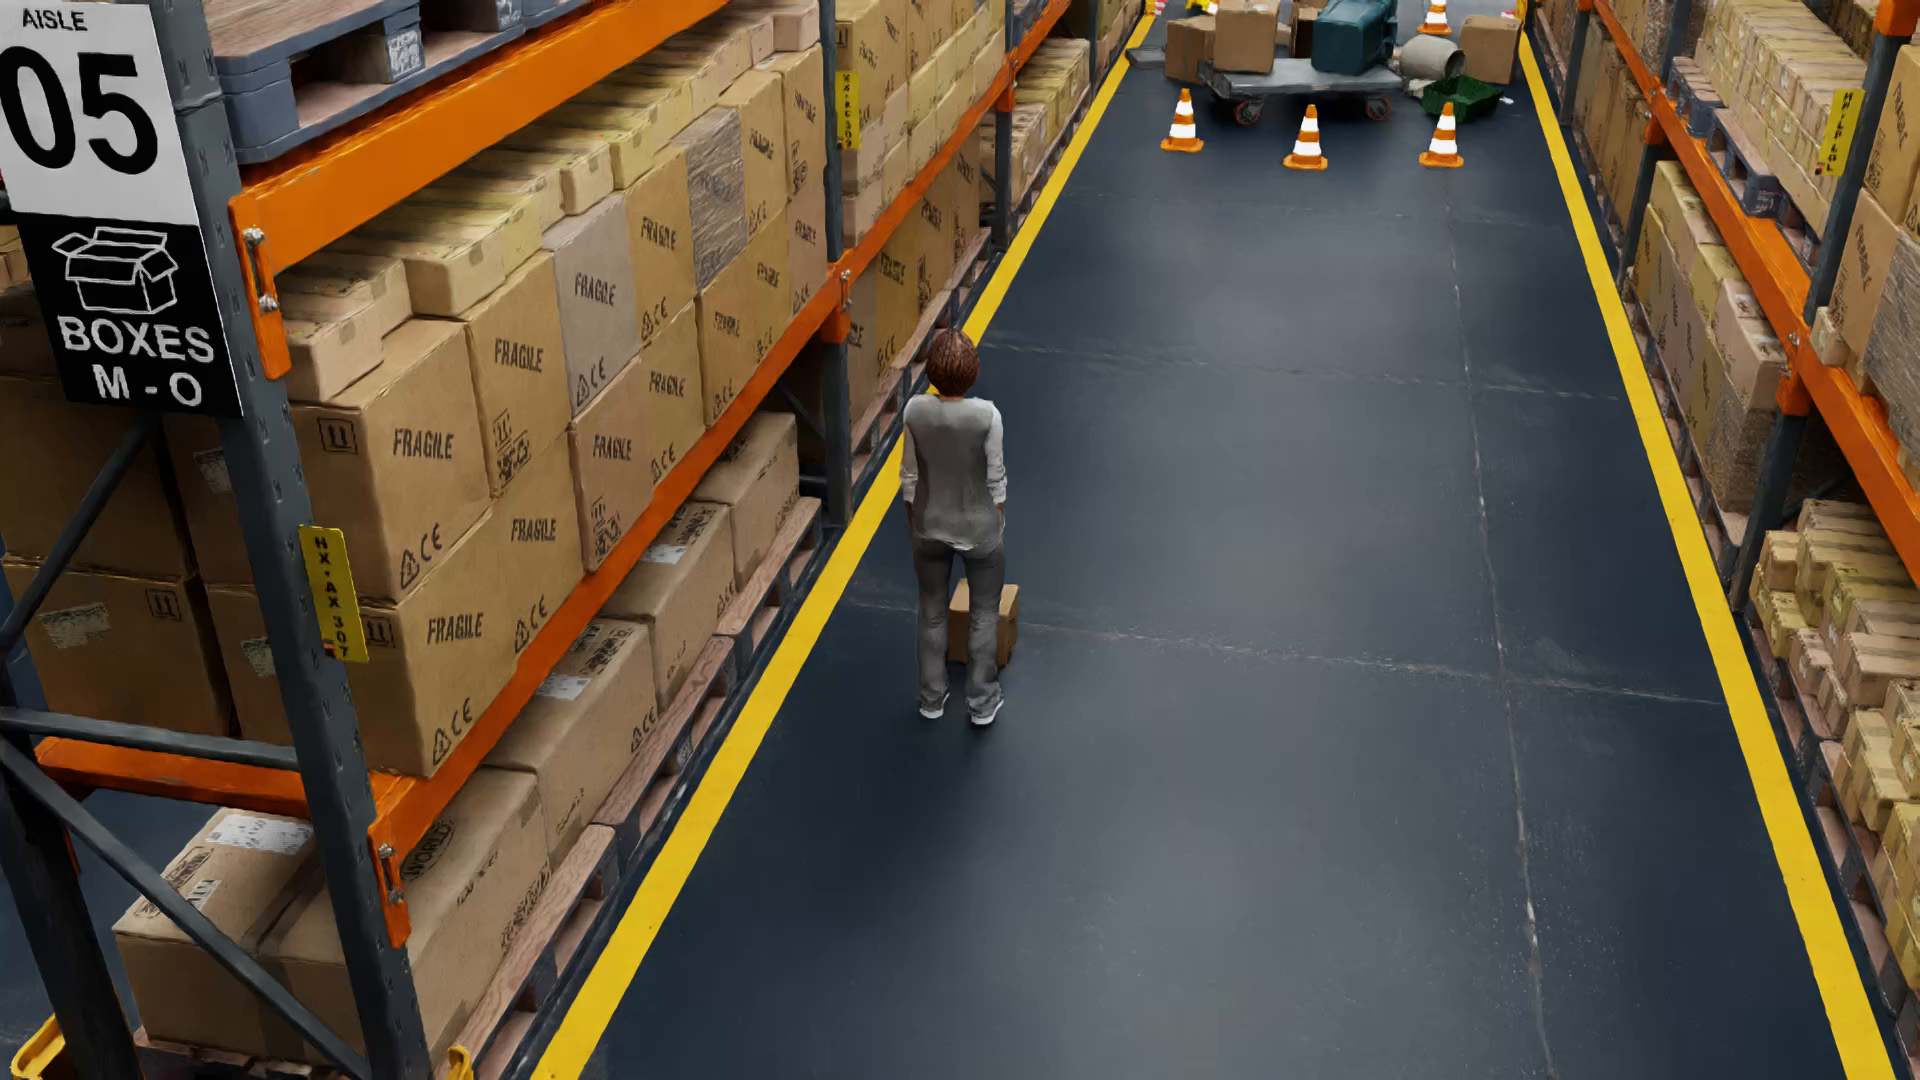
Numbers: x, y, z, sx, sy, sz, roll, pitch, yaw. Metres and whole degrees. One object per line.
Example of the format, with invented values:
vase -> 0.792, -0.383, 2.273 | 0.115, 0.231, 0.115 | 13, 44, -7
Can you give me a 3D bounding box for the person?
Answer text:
person -> -0.026, -0.034, 6.205 | 0.407, 1.594, 0.299 | 7, 30, 12
